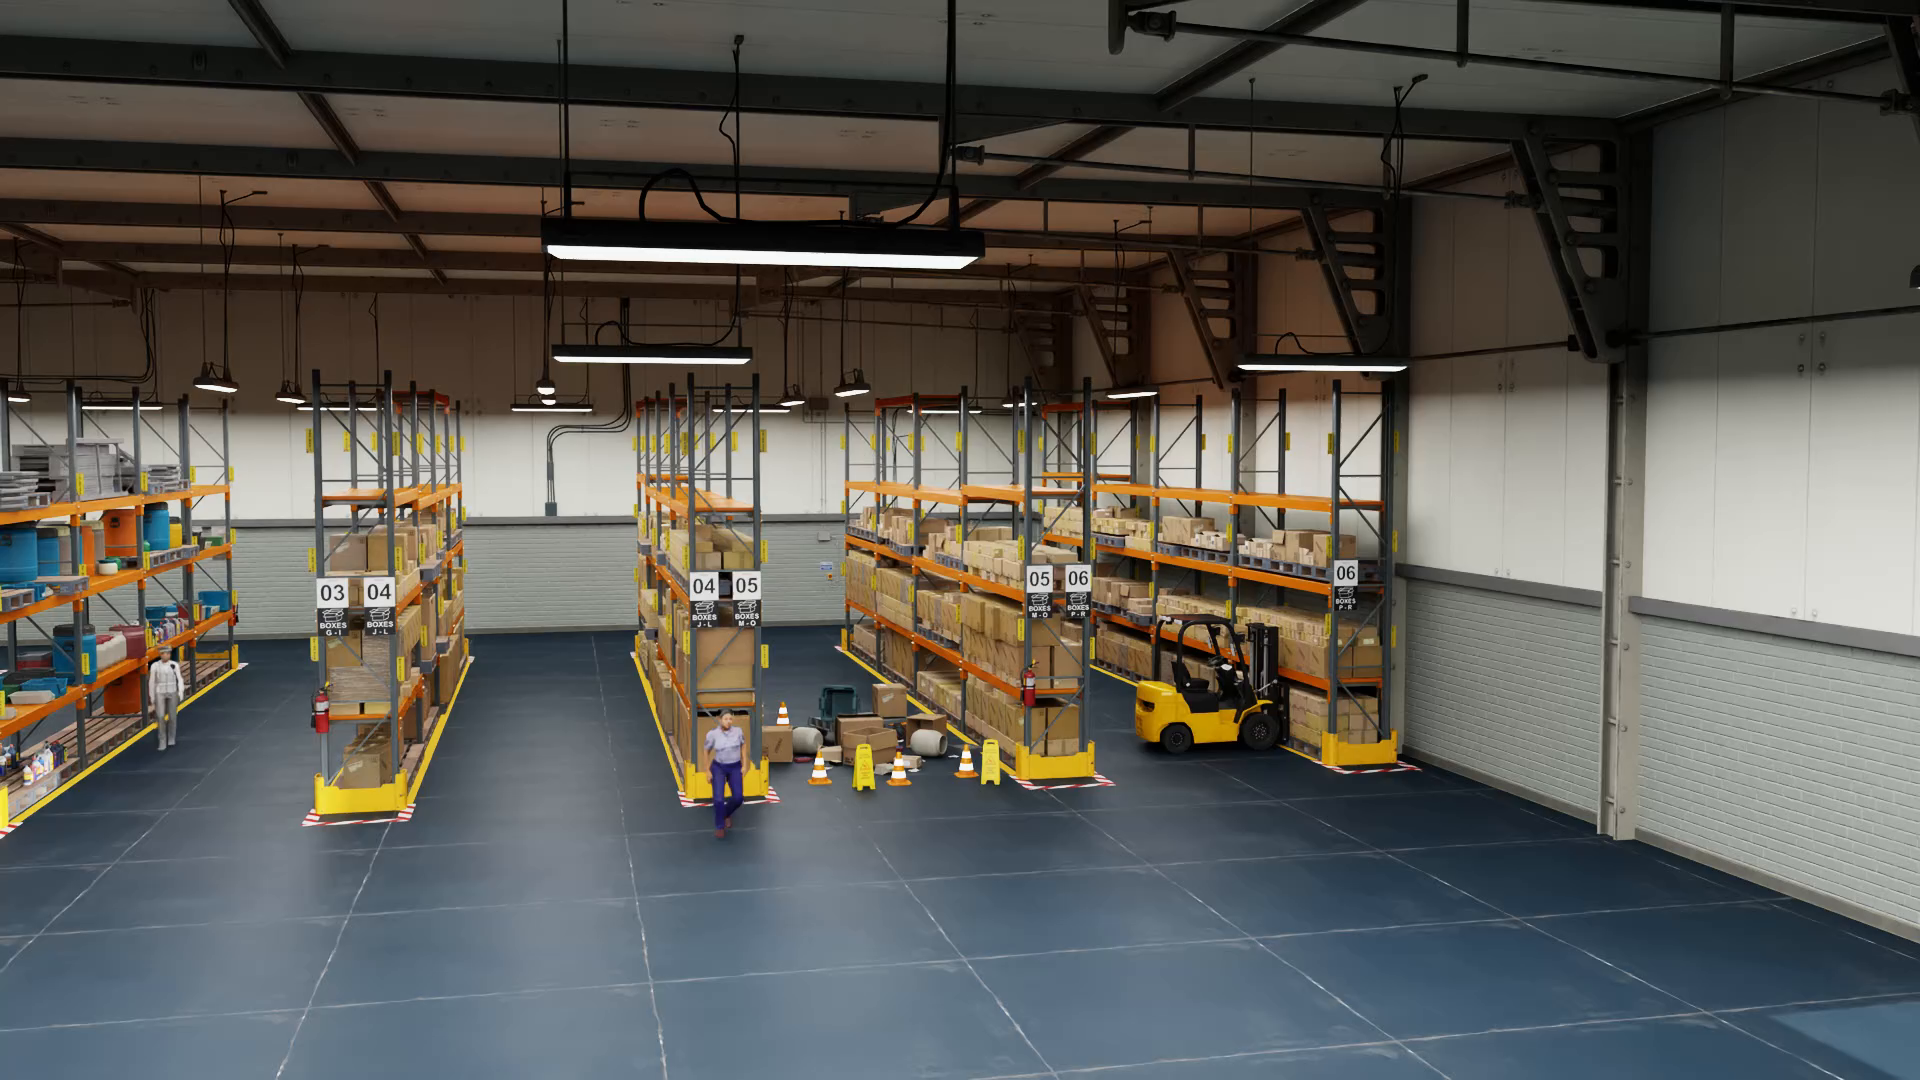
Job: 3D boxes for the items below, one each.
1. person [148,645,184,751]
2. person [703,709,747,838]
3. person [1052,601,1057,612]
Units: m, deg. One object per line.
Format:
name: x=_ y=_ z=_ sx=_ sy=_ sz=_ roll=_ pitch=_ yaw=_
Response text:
person: x=-13.082 y=2.594 z=27.451 sx=0.514 sy=1.698 sz=0.676 roll=-2 pitch=4 yaw=-34
person: x=-3.028 y=2.966 z=21.374 sx=0.568 sy=1.631 sz=0.532 roll=-1 pitch=3 yaw=-19
person: x=1.974 y=1.985 z=36.823 sx=0.539 sy=1.779 sz=0.638 roll=2 pitch=4 yaw=35
